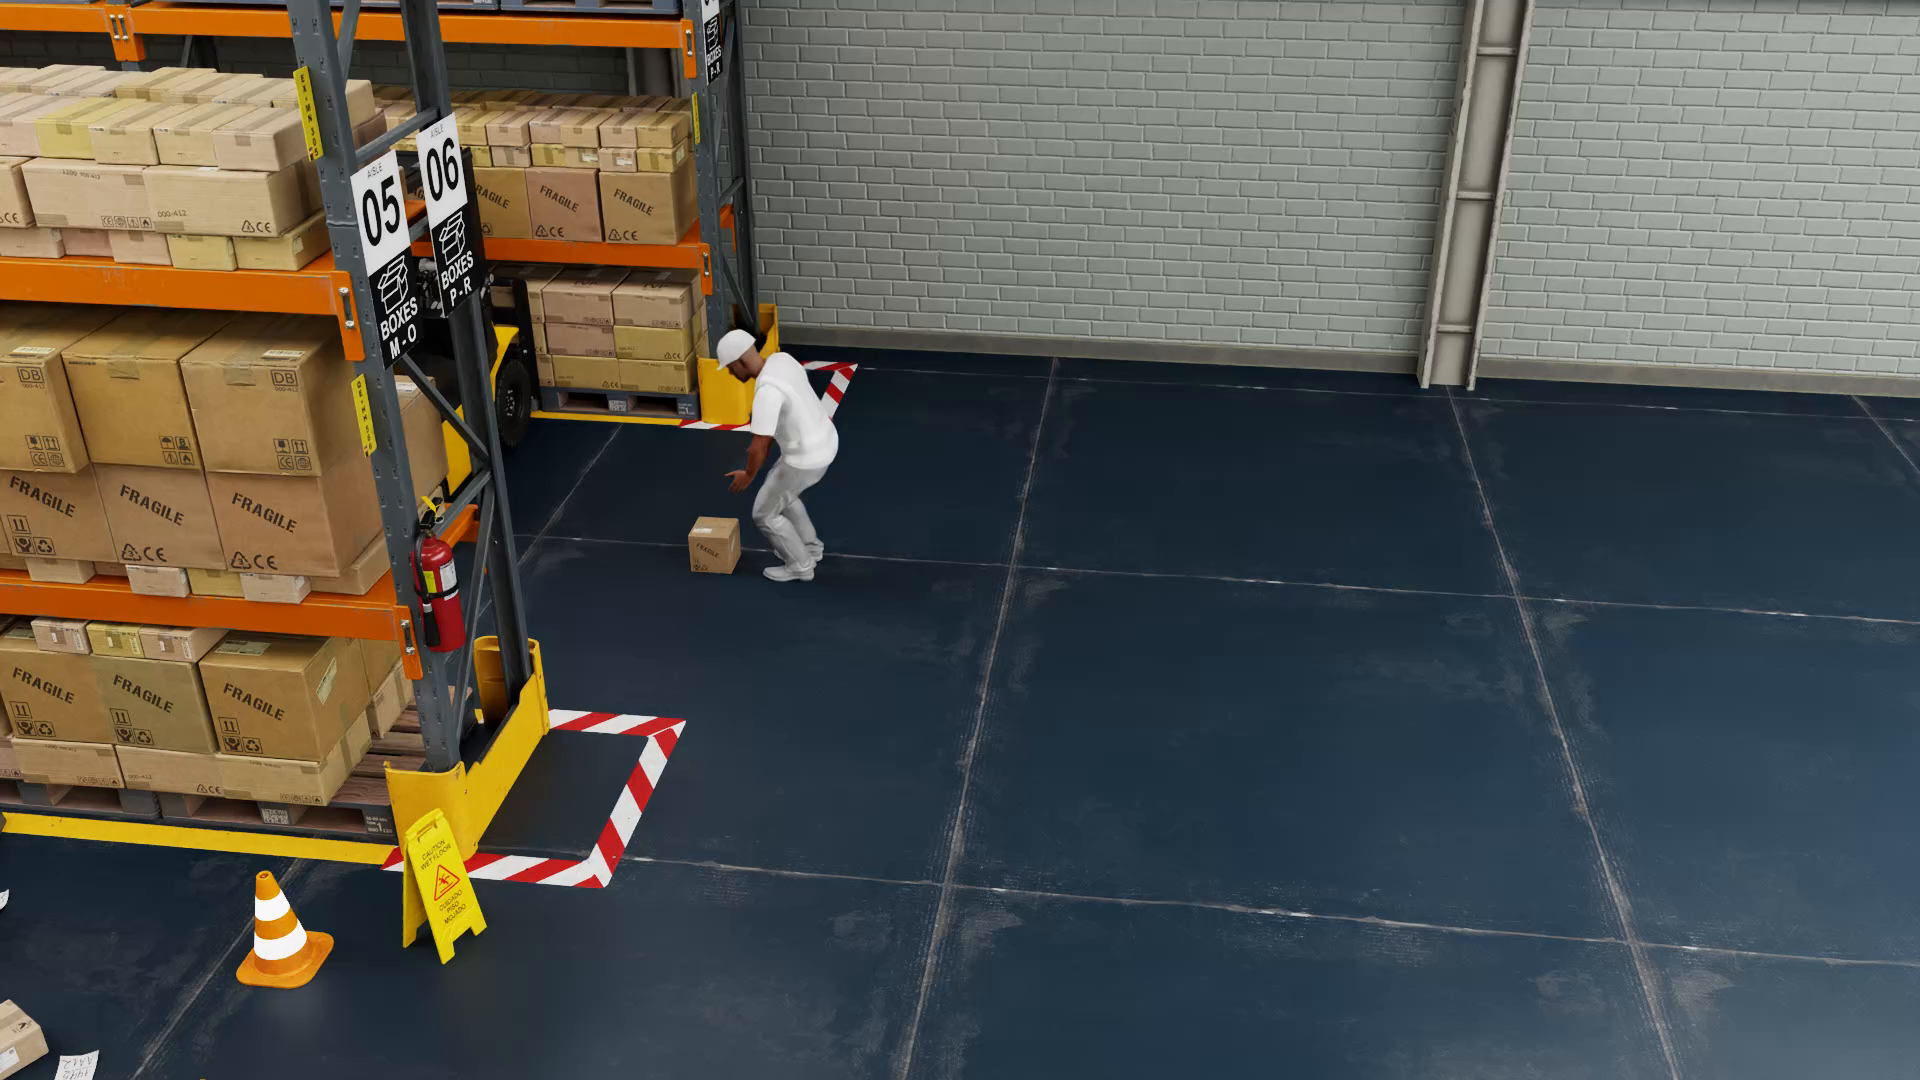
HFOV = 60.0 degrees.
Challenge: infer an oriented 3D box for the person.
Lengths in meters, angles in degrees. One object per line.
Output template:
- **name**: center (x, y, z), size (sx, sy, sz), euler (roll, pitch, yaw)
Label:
- **person**: center (-1.059, -0.495, 9.758), size (0.666, 1.543, 0.625), euler (4, 28, 7)
